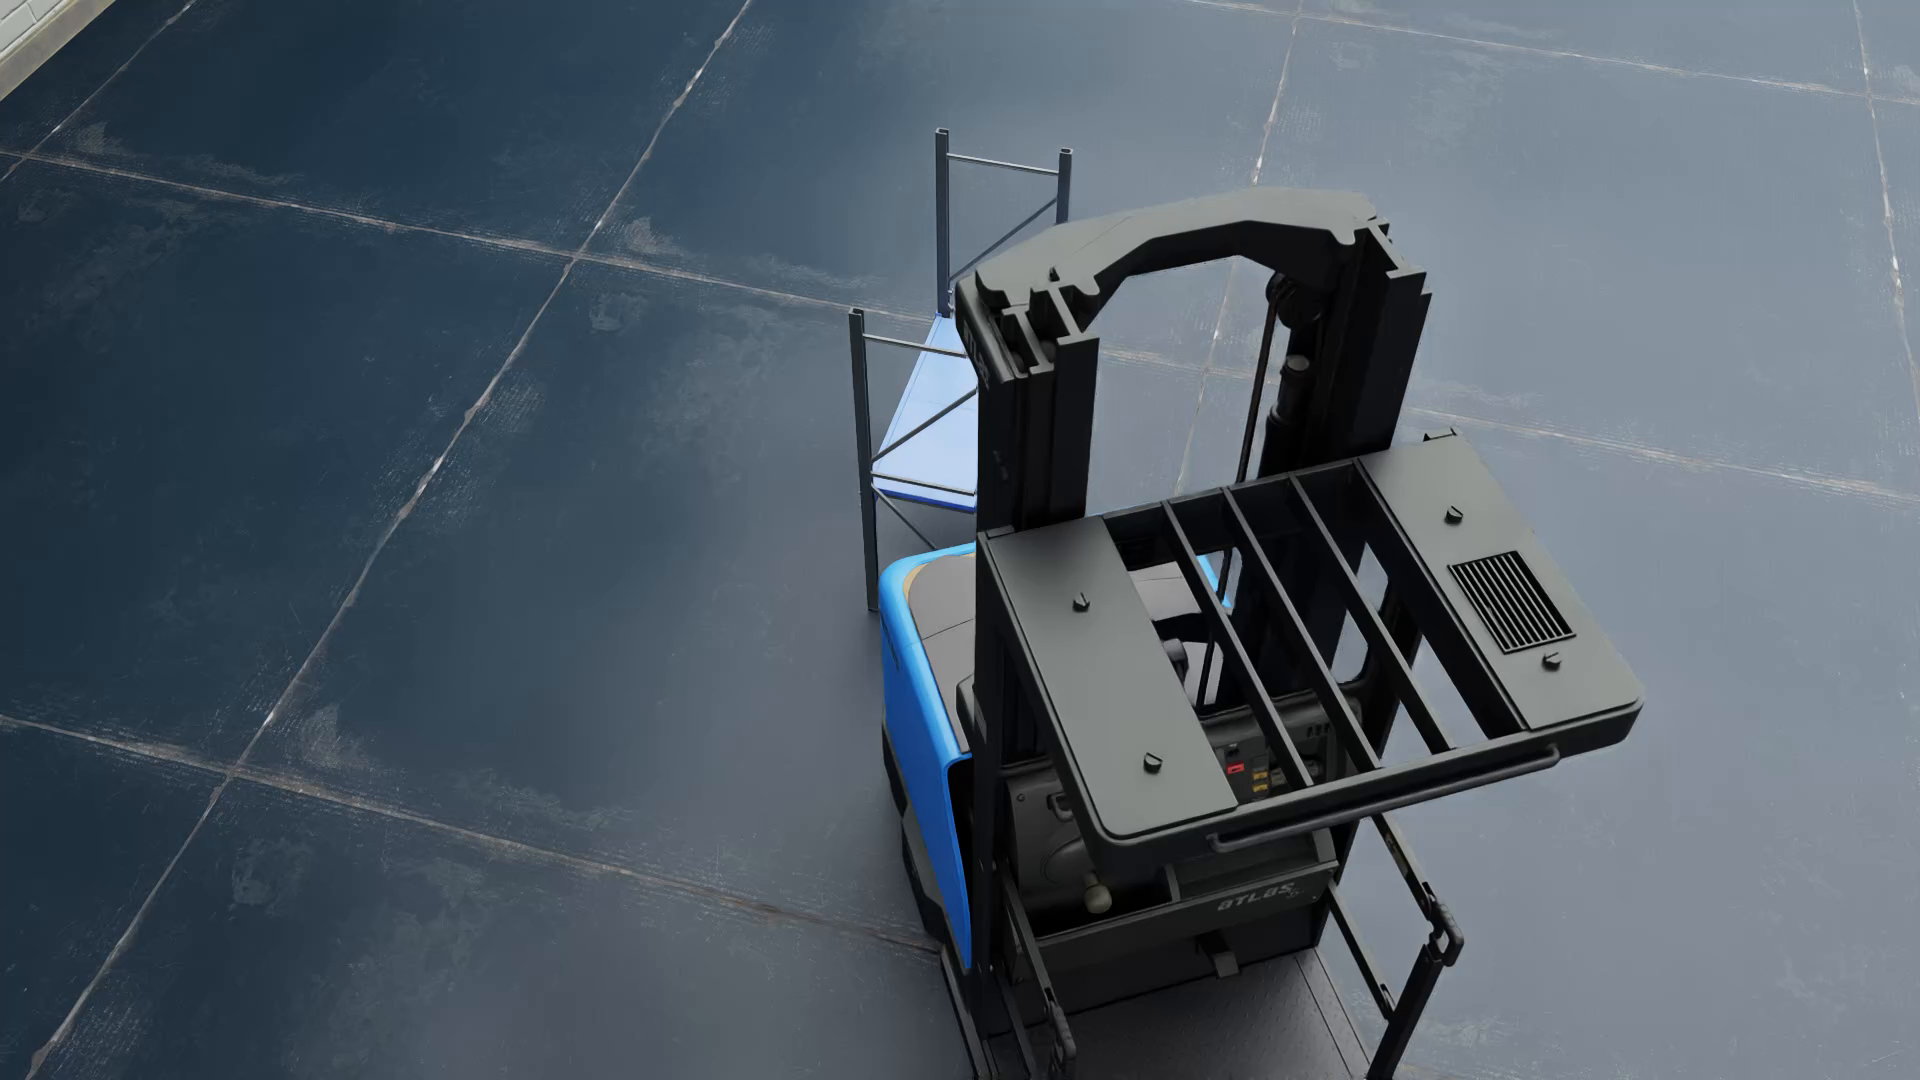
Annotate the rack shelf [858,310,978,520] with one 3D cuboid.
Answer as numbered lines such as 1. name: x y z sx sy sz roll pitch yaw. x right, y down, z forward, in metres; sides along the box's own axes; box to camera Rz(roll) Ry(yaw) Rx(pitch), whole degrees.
1. rack shelf: 0.022 -0.439 6.296 0.538 0.185 1.000 12 50 10

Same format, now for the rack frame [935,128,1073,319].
1. rack frame: 0.156 -0.926 6.486 0.500 1.500 0.032 12 50 10

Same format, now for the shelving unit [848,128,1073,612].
1. shelving unit: 0.022 -0.558 6.161 0.538 1.500 1.048 12 50 10

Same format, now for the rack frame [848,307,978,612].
1. rack frame: -0.111 -0.190 5.836 0.500 1.500 0.032 12 50 10

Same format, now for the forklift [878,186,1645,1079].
1. forklift: 0.638 0.769 4.035 1.130 2.935 3.031 -13 50 -11
